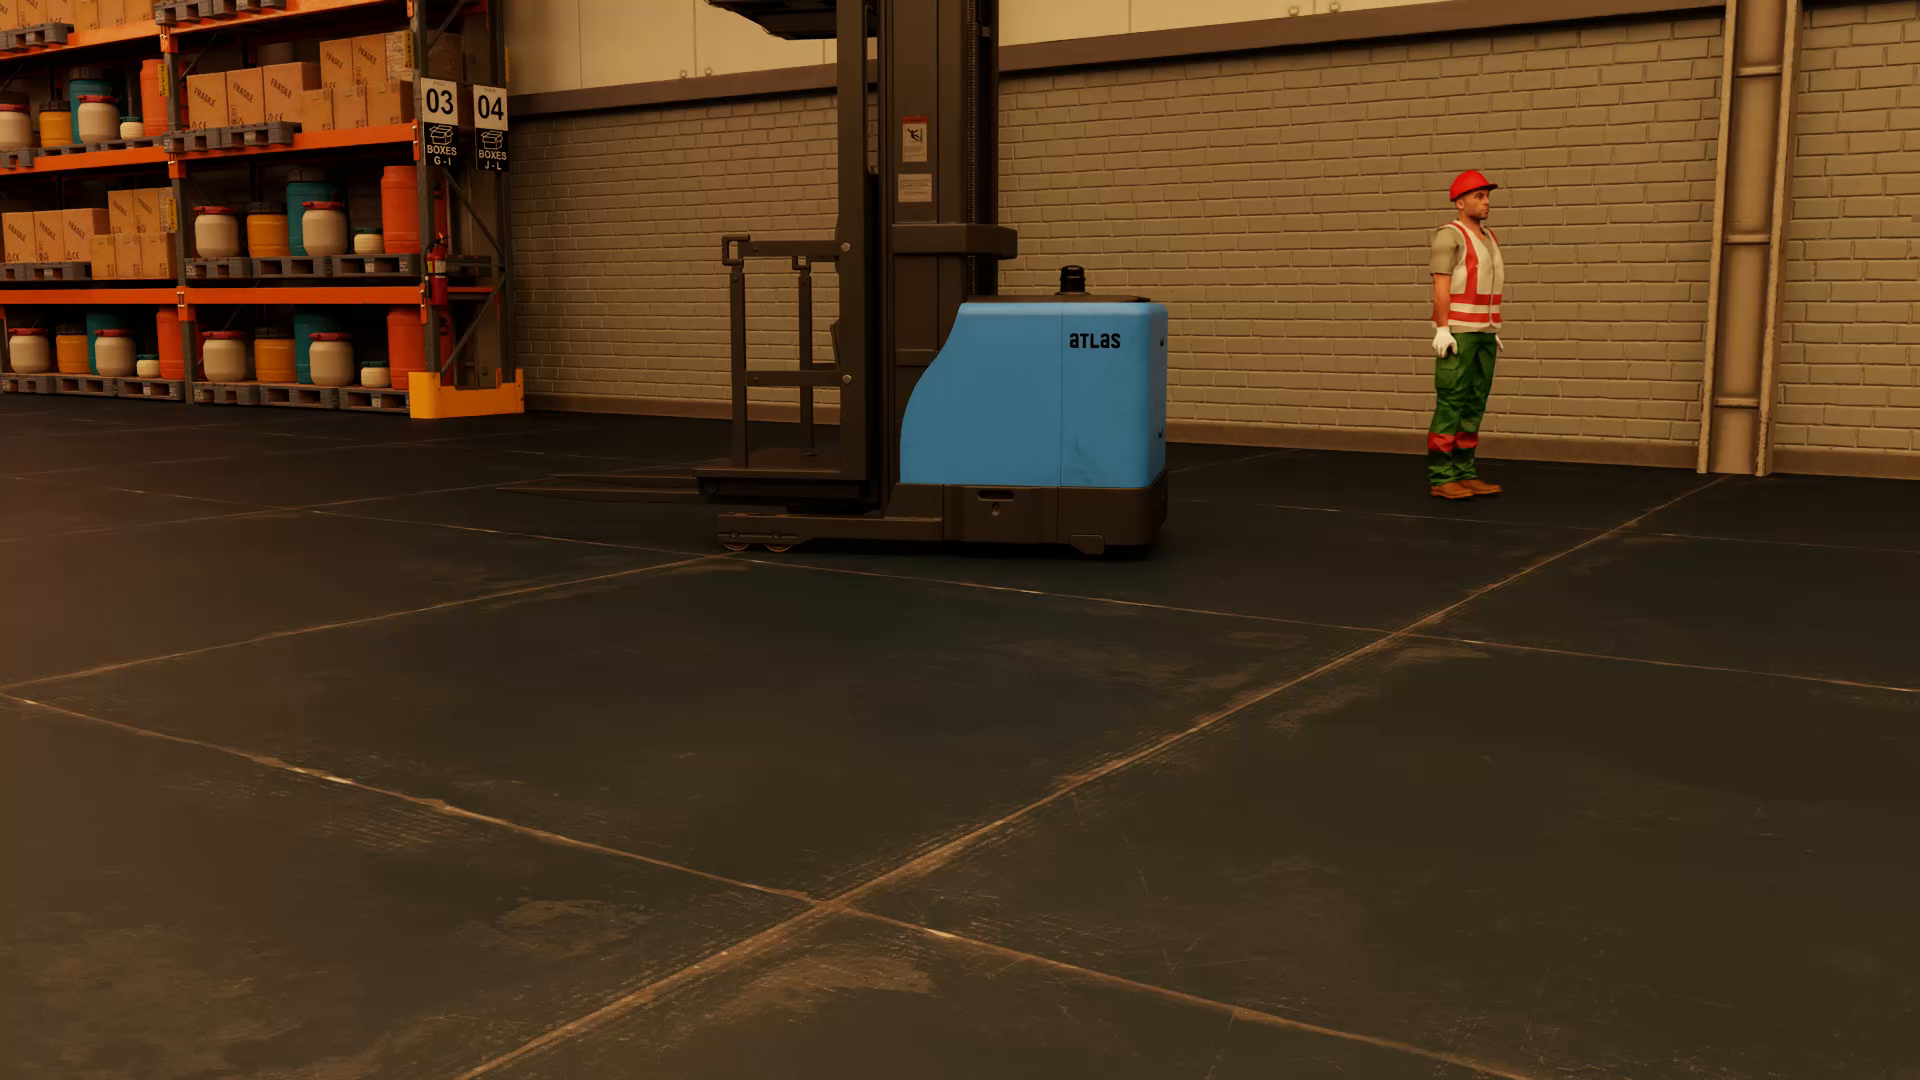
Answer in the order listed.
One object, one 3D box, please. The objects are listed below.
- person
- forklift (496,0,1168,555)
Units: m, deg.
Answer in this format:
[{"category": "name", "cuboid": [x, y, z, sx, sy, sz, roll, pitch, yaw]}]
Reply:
[{"category": "person", "cuboid": [2.831, -1.135, 9.231, 0.530, 1.796, 0.359, -7, 11, -41]}, {"category": "forklift", "cuboid": [-0.596, -1.469, 7.520, 3.031, 2.935, 1.130, 2, 8, 12]}]
